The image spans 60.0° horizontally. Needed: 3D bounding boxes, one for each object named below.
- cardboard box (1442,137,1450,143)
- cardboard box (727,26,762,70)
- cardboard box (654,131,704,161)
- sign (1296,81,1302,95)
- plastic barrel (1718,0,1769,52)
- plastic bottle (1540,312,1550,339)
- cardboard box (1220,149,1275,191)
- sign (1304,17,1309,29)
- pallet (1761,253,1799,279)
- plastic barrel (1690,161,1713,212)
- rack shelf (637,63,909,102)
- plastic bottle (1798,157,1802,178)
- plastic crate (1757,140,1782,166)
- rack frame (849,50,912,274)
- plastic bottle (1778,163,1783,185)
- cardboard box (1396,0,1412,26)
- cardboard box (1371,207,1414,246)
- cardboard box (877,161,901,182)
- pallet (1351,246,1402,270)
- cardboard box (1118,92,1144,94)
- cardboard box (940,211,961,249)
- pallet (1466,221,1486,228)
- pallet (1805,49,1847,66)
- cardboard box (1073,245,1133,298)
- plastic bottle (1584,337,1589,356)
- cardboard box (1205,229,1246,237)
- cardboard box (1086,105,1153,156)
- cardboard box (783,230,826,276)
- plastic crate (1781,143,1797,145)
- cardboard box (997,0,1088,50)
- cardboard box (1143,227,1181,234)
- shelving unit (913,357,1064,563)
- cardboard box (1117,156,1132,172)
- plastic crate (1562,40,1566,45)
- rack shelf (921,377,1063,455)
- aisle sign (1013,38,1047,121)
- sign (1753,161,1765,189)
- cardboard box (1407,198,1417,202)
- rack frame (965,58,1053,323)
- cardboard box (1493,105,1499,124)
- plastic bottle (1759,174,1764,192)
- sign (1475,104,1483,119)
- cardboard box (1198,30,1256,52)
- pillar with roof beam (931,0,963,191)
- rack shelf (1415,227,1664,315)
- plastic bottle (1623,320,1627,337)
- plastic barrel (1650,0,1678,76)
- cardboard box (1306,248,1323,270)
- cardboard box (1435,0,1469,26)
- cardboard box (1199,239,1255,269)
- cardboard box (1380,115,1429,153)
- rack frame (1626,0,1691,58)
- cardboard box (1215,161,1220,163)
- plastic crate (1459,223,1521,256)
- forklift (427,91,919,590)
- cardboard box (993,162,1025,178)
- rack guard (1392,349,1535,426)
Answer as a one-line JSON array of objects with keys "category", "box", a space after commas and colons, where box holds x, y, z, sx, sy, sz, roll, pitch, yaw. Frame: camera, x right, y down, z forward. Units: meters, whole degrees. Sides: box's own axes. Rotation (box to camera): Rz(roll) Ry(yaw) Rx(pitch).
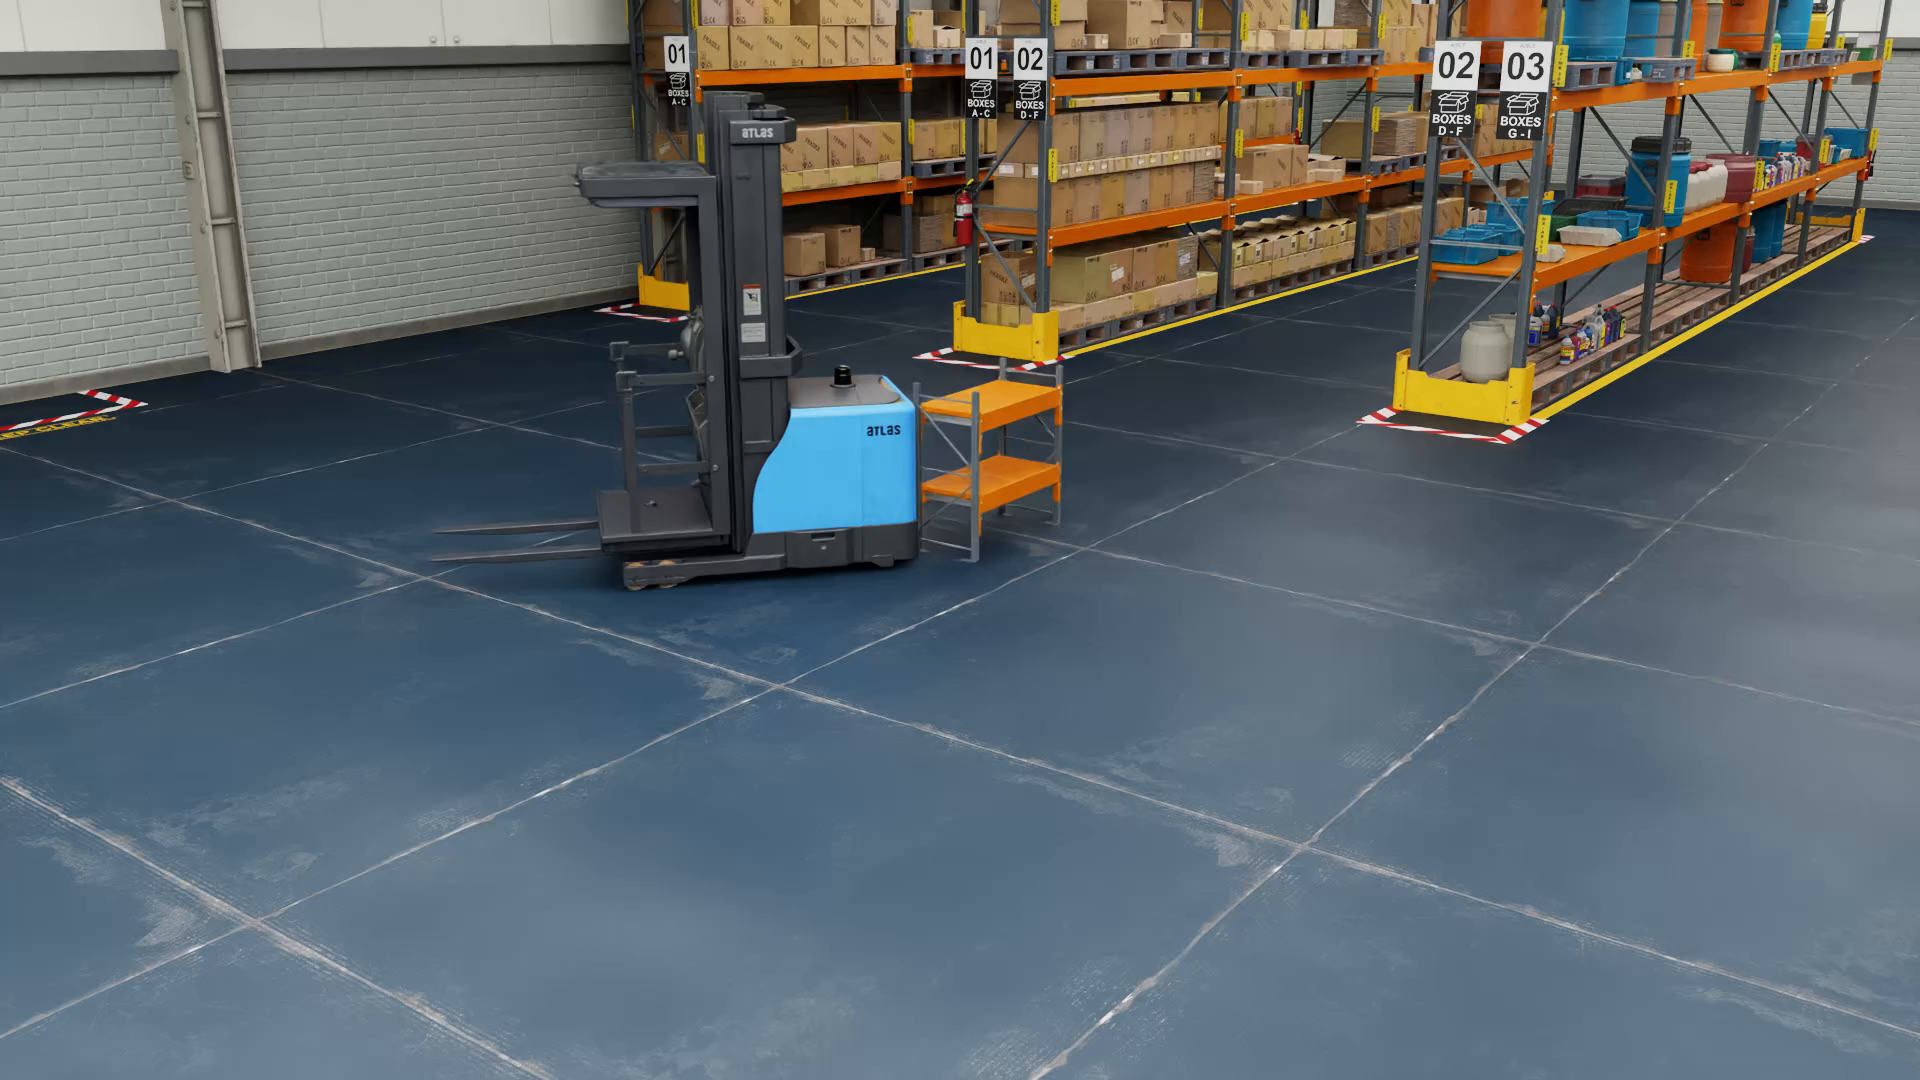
[{"category": "cardboard box", "box": [7.733, -6.483, 26.895, 0.500, 0.500, 0.500, 13, 21, 36]}, {"category": "cardboard box", "box": [-2.741, -5.934, 20.035, 0.500, 0.500, 0.500, 14, 22, 38]}, {"category": "cardboard box", "box": [-3.379, -4.733, 20.383, 0.500, 0.500, 0.500, 12, 21, 34]}, {"category": "sign", "box": [6.472, -8.665, 31.737, 0.100, 0.325, 0.005, 12, 21, 35]}, {"category": "plastic barrel", "box": [9.574, -6.415, 20.353, 0.600, 0.830, 0.708, 12, 21, 35]}, {"category": "plastic bottle", "box": [6.047, -2.222, 17.199, 0.097, 0.271, 0.097, 0, 17, 0]}, {"category": "cardboard box", "box": [3.659, -4.719, 21.213, 0.500, 0.500, 0.500, 14, 22, 39]}, {"category": "sign", "box": [4.823, -7.094, 23.101, 0.100, 0.325, 0.005, 12, 21, 35]}, {"category": "pallet", "box": [11.124, -3.887, 23.404, 1.003, 0.211, 1.213, 12, 21, 35]}, {"category": "plastic barrel", "box": [8.292, -4.021, 18.906, 0.433, 0.535, 0.433, 0, 17, 0]}, {"category": "rack shelf", "box": [-2.298, -5.853, 21.188, 1.077, 0.370, 4.000, 12, 21, 35]}, {"category": "plastic bottle", "box": [11.541, -5.125, 22.886, 0.061, 0.283, 0.133, 12, 21, 35]}, {"category": "plastic crate", "box": [11.621, -5.587, 24.104, 0.392, 0.384, 0.575, 12, 21, 35]}, {"category": "rack frame", "box": [-1.106, -5.240, 23.060, 1.000, 3.000, 0.127, 12, 21, 35]}, {"category": "plastic bottle", "box": [10.804, -4.831, 21.938, 0.061, 0.283, 0.133, 12, 21, 35]}, {"category": "cardboard box", "box": [6.131, -7.622, 23.817, 0.500, 0.500, 0.500, 12, 21, 35]}, {"category": "cardboard box", "box": [6.369, -4.637, 24.591, 0.500, 0.500, 0.500, 12, 21, 34]}, {"category": "cardboard box", "box": [-1.145, -5.012, 22.544, 0.500, 0.250, 0.500, 12, 21, 35]}, {"category": "pallet", "box": [5.733, -4.158, 24.277, 1.003, 0.211, 1.213, 12, 21, 35]}, {"category": "cardboard box", "box": [2.871, -7.514, 28.413, 0.500, 0.250, 0.500, 13, 21, 35]}, {"category": "cardboard box", "box": [-0.413, -4.567, 24.364, 0.700, 0.500, 0.500, 12, 21, 34]}, {"category": "pallet", "box": [8.051, -5.103, 27.320, 1.003, 0.211, 1.213, 12, 21, 35]}, {"category": "pallet", "box": [11.228, -6.533, 22.485, 1.213, 0.211, 1.003, 12, 21, 35]}, {"category": "cardboard box", "box": [1.573, -2.988, 18.471, 0.500, 0.500, 0.500, 12, 21, 35]}, {"category": "plastic bottle", "box": [6.120, -1.916, 16.333, 0.097, 0.201, 0.097, 0, 17, 0]}, {"category": "cardboard box", "box": [3.490, -3.911, 21.764, 0.500, 0.311, 0.500, 12, 21, 35]}, {"category": "cardboard box", "box": [1.718, -4.568, 18.538, 0.700, 0.500, 0.500, 12, 21, 35]}, {"category": "cardboard box", "box": [-2.188, -3.754, 21.749, 0.700, 0.500, 0.500, 11, 20, 31]}, {"category": "plastic crate", "box": [12.804, -5.982, 25.630, 0.416, 0.233, 0.300, 12, 21, 35]}, {"category": "cardboard box", "box": [0.837, -5.298, 17.071, 0.797, 0.503, 0.637, 14, 22, 38]}, {"category": "cardboard box", "box": [2.347, -3.556, 20.301, 0.500, 0.500, 0.500, 12, 21, 35]}, {"category": "shelving unit", "box": [0.198, -0.559, 11.146, 0.538, 1.125, 1.048, 12, 21, 33]}, {"category": "cardboard box", "box": [1.664, -4.133, 18.233, 0.380, 0.149, 0.250, 12, 21, 34]}, {"category": "plastic crate", "box": [5.361, -4.469, 15.546, 0.392, 0.384, 0.575, 12, 21, 35]}, {"category": "rack shelf", "box": [0.198, -0.838, 11.060, 0.538, 0.278, 1.000, 12, 21, 33]}, {"category": "aisle sign", "box": [0.698, -4.585, 16.566, 0.394, 0.787, 0.004, 12, 21, 35]}, {"category": "sign", "box": [9.680, -4.425, 20.159, 0.100, 0.325, 0.005, 12, 21, 35]}, {"category": "cardboard box", "box": [6.848, -5.086, 26.038, 0.500, 0.500, 0.500, 13, 21, 35]}, {"category": "rack frame", "box": [0.491, -3.413, 17.176, 1.000, 3.000, 0.127, 12, 21, 35]}, {"category": "cardboard box", "box": [8.455, -6.982, 26.814, 0.500, 0.500, 0.500, 12, 21, 33]}, {"category": "plastic bottle", "box": [10.143, -4.566, 21.087, 0.061, 0.283, 0.133, 12, 21, 35]}, {"category": "sign", "box": [8.089, -6.727, 25.895, 0.100, 0.325, 0.005, 12, 21, 35]}, {"category": "cardboard box", "box": [3.249, -6.072, 20.226, 0.500, 0.250, 0.500, 15, 23, 40]}, {"category": "pillar with roof beam", "box": [3.265, -8.140, 22.284, 9.100, 9.000, 0.400, 12, 21, 35]}, {"category": "rack shelf", "box": [5.659, -2.670, 15.995, 1.077, 0.370, 4.000, 12, 21, 35]}, {"category": "plastic bottle", "box": [6.885, -2.222, 17.317, 0.097, 0.201, 0.097, 0, 17, 0]}, {"category": "plastic barrel", "box": [7.369, -5.477, 17.919, 0.600, 0.901, 0.600, 0, 17, 0]}, {"category": "cardboard box", "box": [4.534, -3.795, 22.334, 0.500, 0.250, 0.500, 13, 21, 36]}, {"category": "cardboard box", "box": [7.900, -8.351, 26.167, 0.700, 0.500, 0.500, 12, 21, 35]}, {"category": "cardboard box", "box": [3.321, -3.575, 20.682, 0.500, 0.311, 0.500, 13, 21, 35]}, {"category": "cardboard box", "box": [6.638, -6.088, 24.913, 0.700, 0.500, 0.500, 7, 19, 21]}, {"category": "rack frame", "box": [6.850, -6.355, 16.533, 1.000, 3.000, 0.127, 12, 21, 35]}, {"category": "cardboard box", "box": [4.867, -6.993, 31.118, 0.380, 0.149, 0.250, 13, 21, 35]}, {"category": "plastic crate", "box": [4.917, -2.791, 15.426, 0.499, 0.251, 0.408, 12, 21, 35]}, {"category": "forklift", "box": [-1.840, -1.262, 10.367, 3.031, 2.935, 1.130, -4, 18, -13]}, {"category": "cardboard box", "box": [0.566, -3.895, 17.467, 0.380, 0.149, 0.250, 12, 21, 34]}, {"category": "rack guard", "box": [4.475, -1.369, 14.811, 1.175, 0.500, 0.348, 12, 21, 35]}]
